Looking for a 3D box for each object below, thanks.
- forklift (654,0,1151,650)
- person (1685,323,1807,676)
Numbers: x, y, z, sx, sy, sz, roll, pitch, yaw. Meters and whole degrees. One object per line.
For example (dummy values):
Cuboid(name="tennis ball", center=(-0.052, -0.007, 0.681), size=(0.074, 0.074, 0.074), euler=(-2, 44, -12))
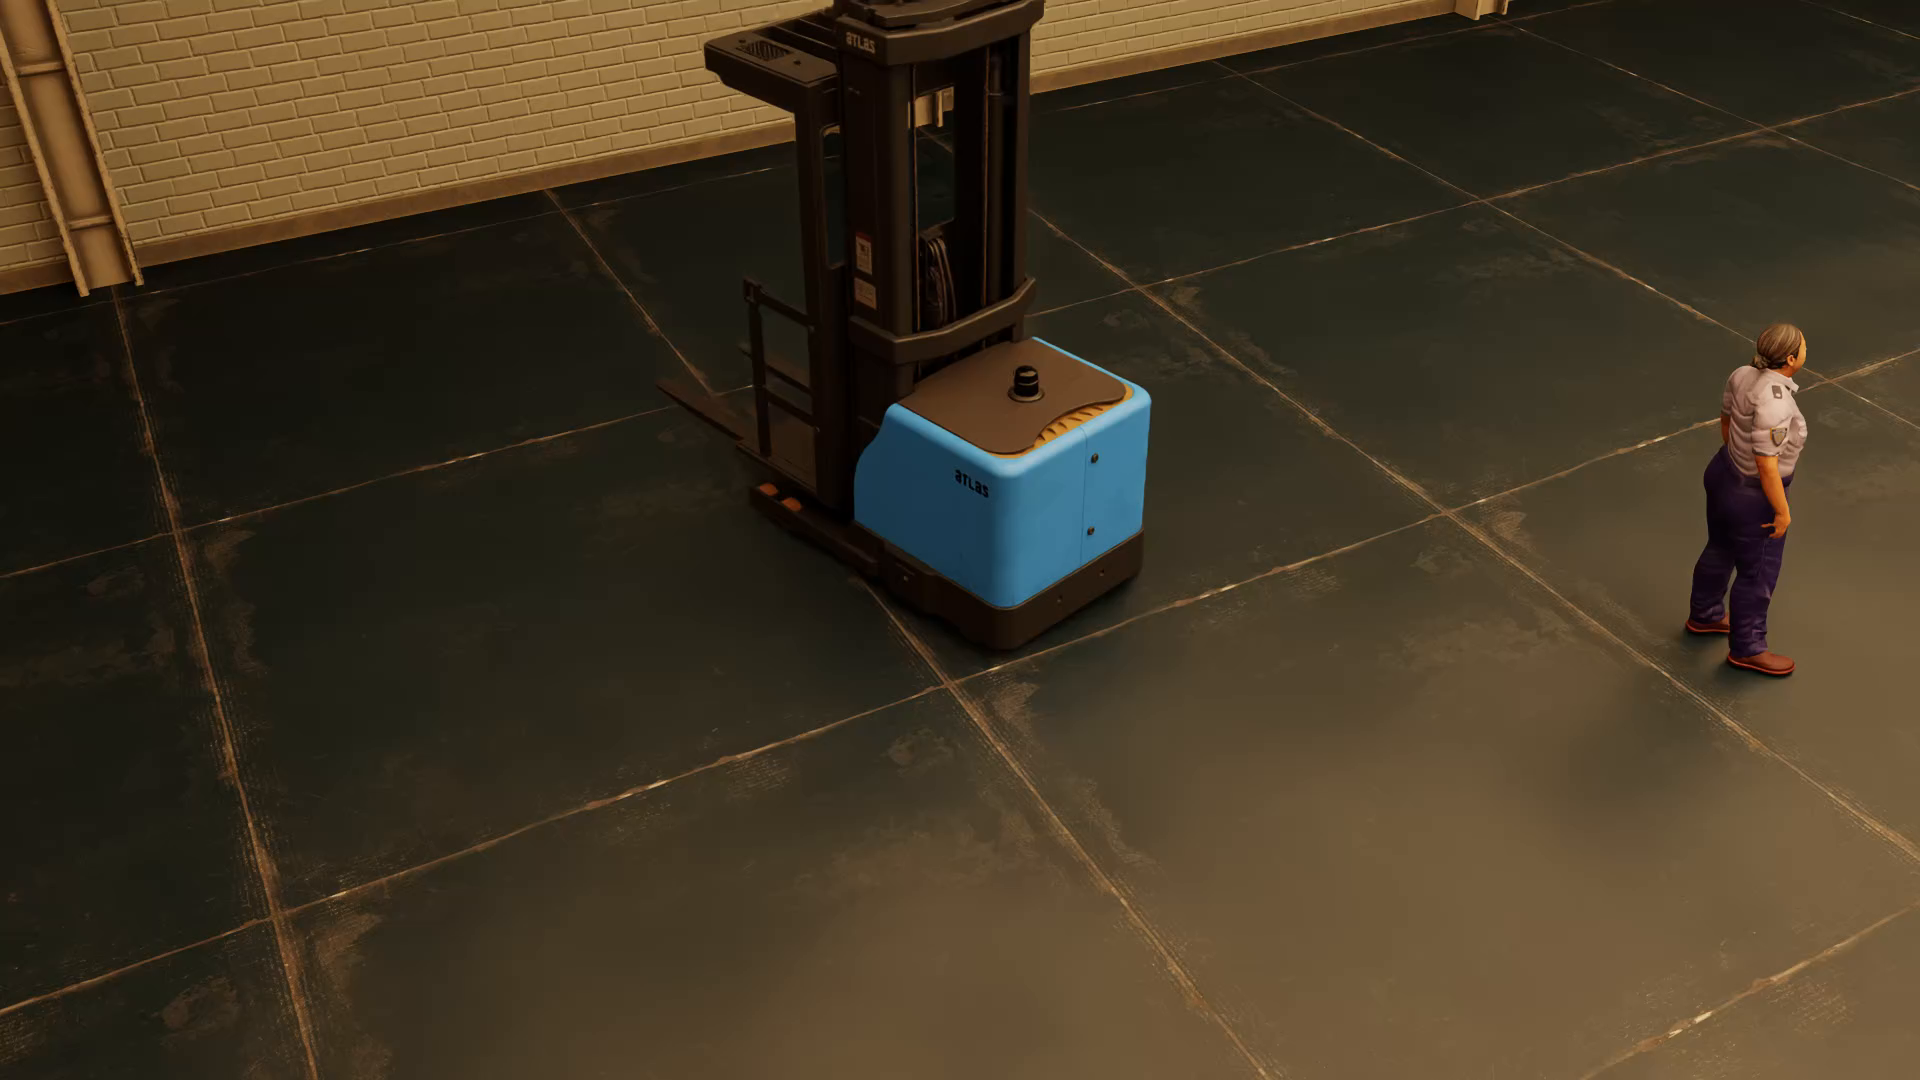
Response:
Cuboid(name="forklift", center=(-0.472, -1.435, 8.153), size=(1.130, 2.935, 3.031), euler=(-29, 45, -35))
Cuboid(name="person", center=(3.660, -0.211, 7.521), size=(0.502, 1.651, 0.598), euler=(1, 35, 1))
